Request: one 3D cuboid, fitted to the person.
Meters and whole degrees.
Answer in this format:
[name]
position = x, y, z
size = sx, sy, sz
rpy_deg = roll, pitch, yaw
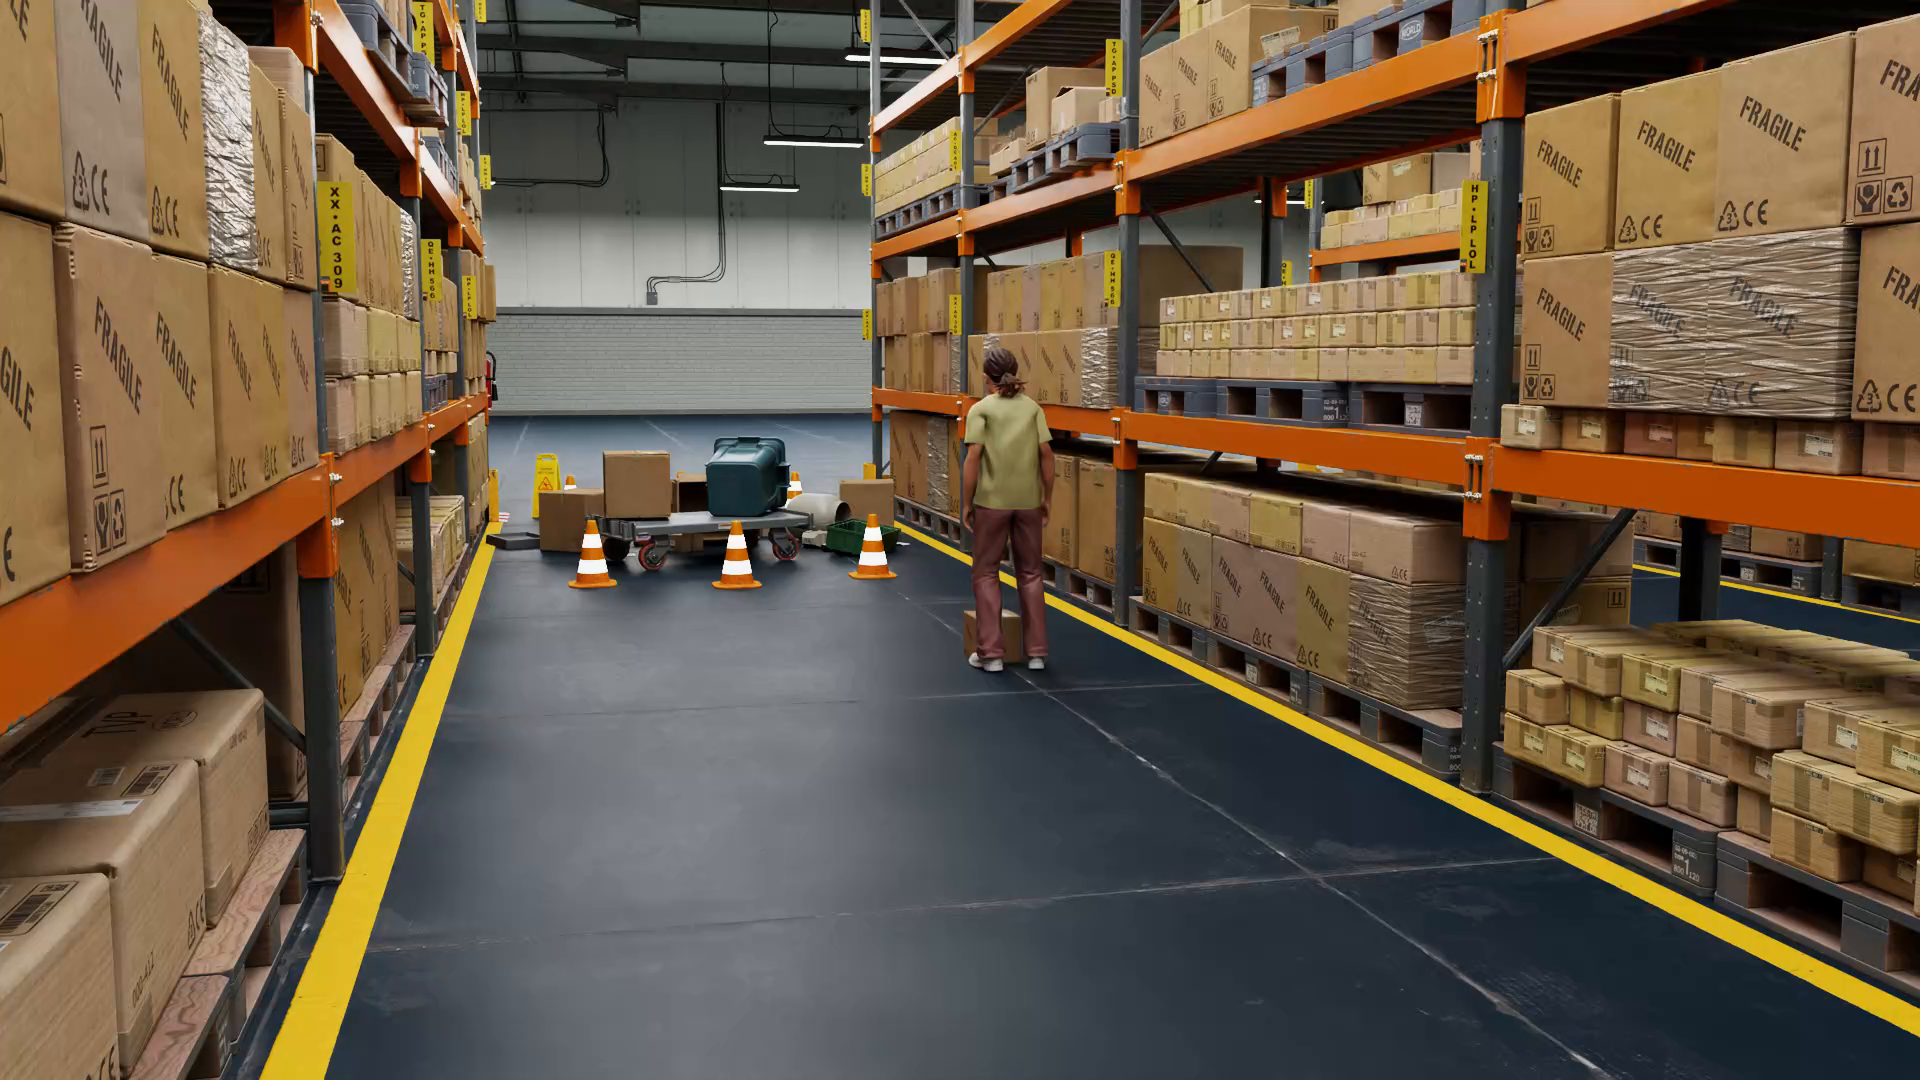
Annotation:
[person]
position = 0.239, -0.149, 8.621
size = 0.502, 1.650, 0.362
rpy_deg = -2, 6, -16
